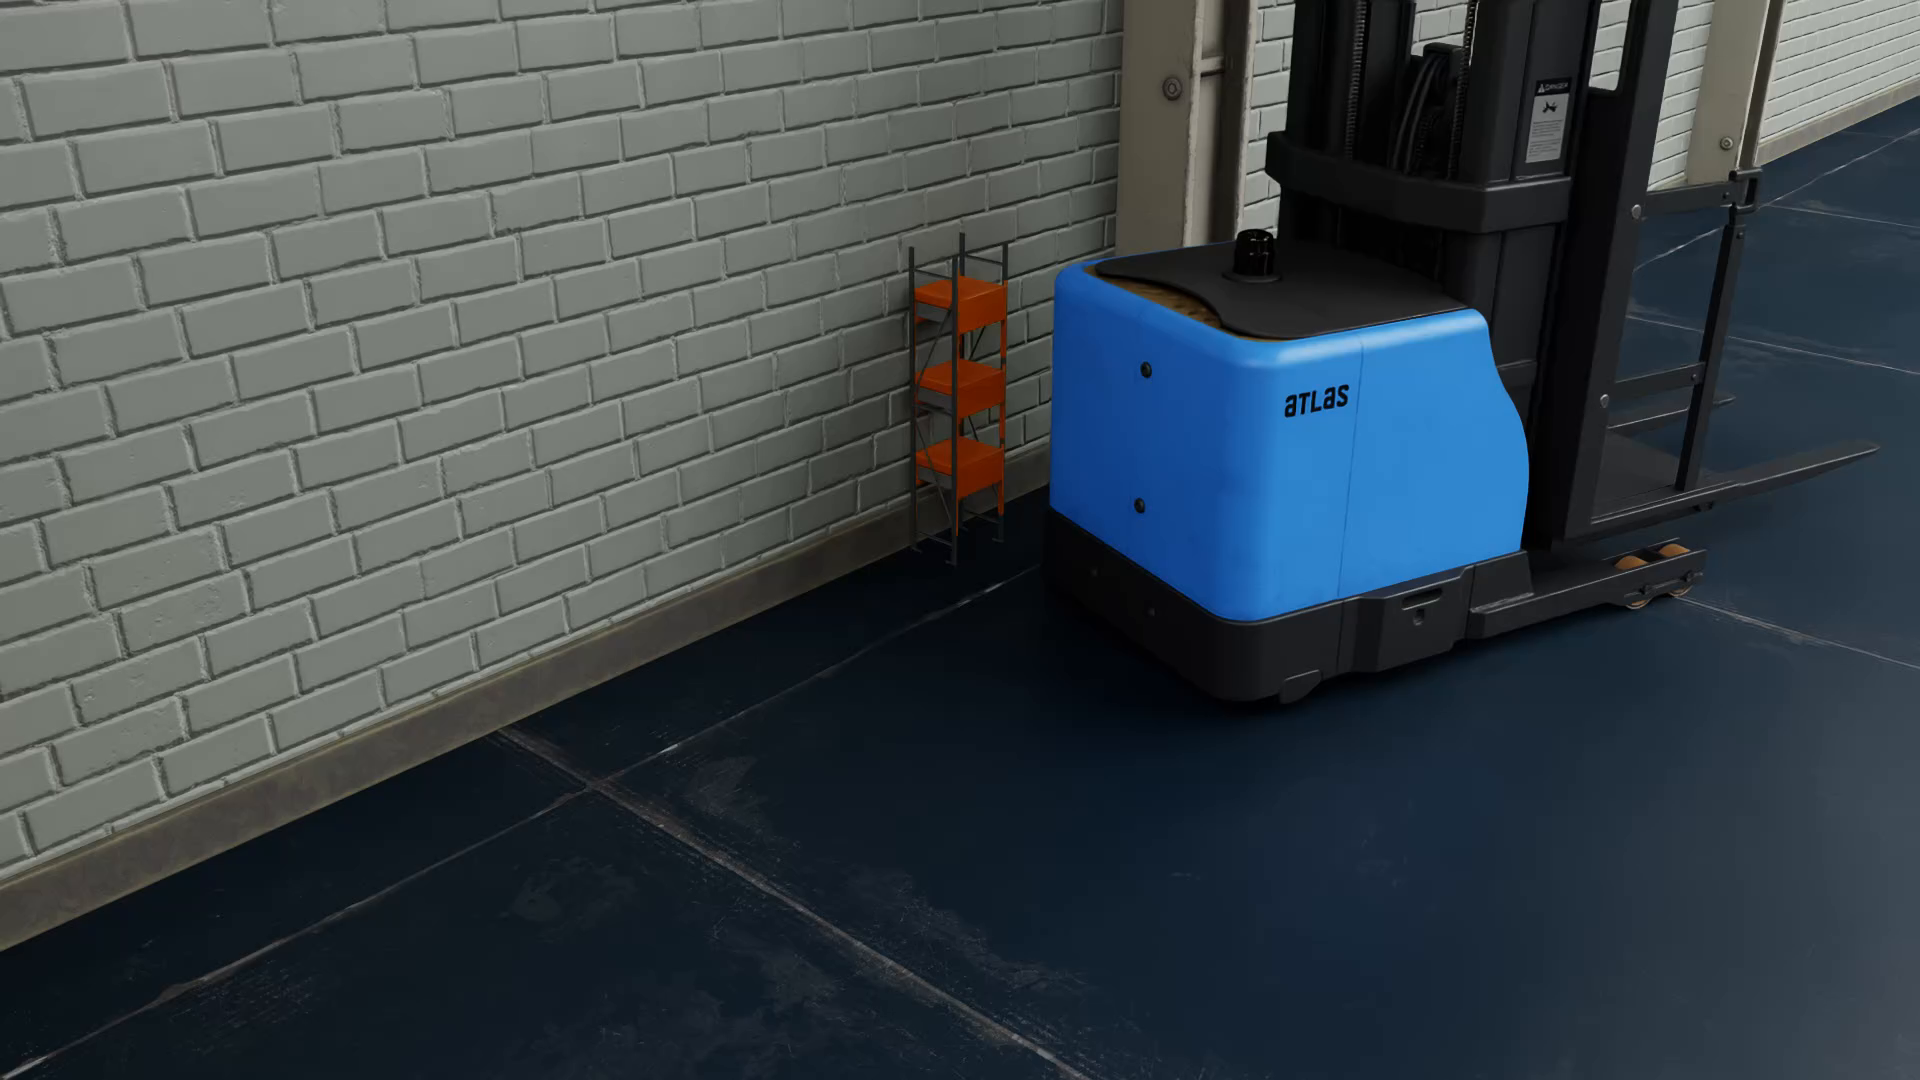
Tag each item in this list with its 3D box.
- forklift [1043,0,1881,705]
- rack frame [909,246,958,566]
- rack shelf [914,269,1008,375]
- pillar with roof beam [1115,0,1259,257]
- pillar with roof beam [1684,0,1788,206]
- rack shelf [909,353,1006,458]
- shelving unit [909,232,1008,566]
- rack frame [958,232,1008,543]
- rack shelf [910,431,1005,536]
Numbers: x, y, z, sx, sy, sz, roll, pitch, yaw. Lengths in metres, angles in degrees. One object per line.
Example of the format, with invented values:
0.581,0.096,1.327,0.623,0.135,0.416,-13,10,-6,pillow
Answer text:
1.811,-1.294,5.053,3.031,2.935,1.130,-13,27,-26,forklift
-0.087,-0.420,5.401,0.200,1.050,0.008,20,31,37,rack frame
-0.005,-0.706,5.372,0.215,0.259,0.240,20,31,37,rack shelf
4.022,-3.291,2.090,9.100,9.000,0.400,20,31,38,pillar with roof beam
8.027,-5.119,6.167,9.100,9.000,0.400,20,31,38,pillar with roof beam
-0.007,-0.448,5.489,0.215,0.259,0.240,20,31,37,rack shelf
-0.006,-0.457,5.485,0.215,1.050,0.252,20,31,37,shelving unit
0.074,-0.495,5.569,0.200,1.050,0.008,20,31,37,rack frame
-0.008,-0.195,5.604,0.215,0.259,0.240,20,31,37,rack shelf
